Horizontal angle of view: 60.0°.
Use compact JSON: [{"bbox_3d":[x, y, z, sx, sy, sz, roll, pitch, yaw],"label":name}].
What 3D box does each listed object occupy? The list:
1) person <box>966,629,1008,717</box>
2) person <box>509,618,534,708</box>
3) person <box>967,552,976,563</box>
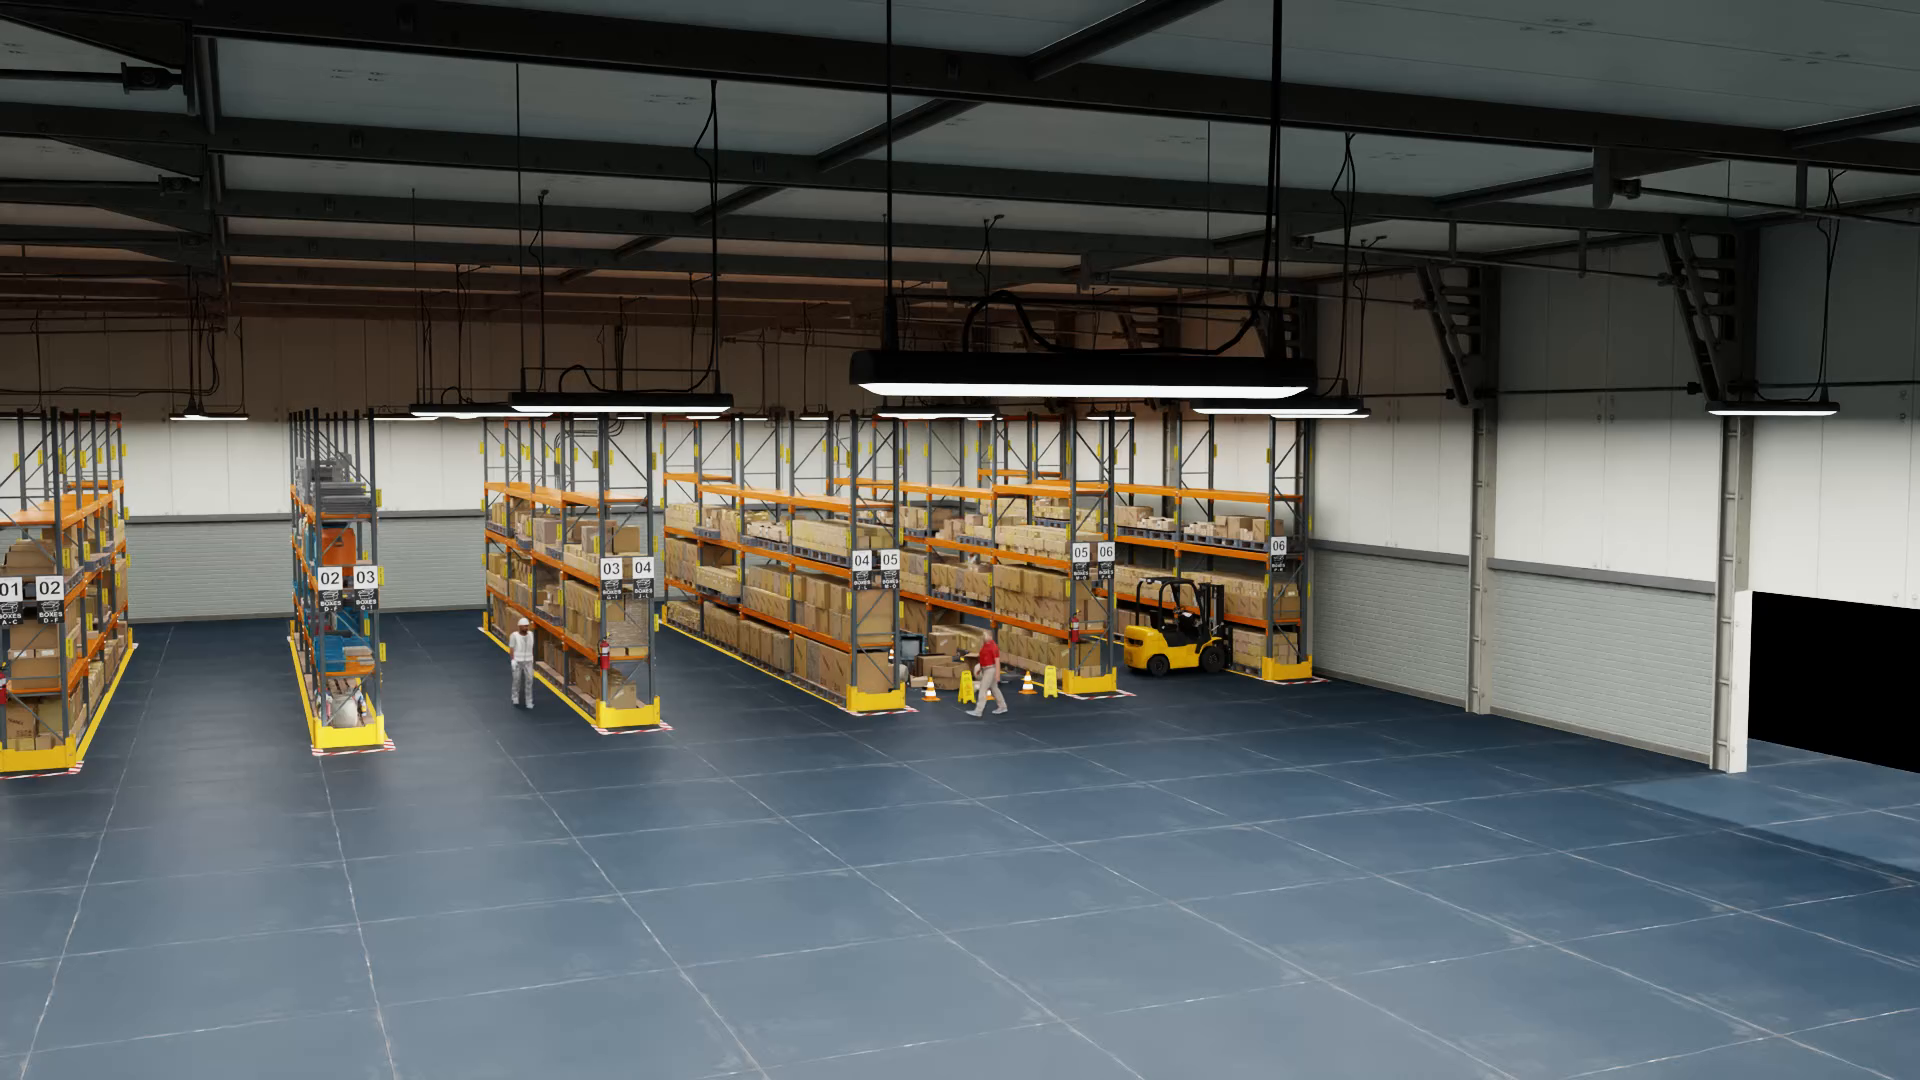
[{"bbox_3d":[0.516,2.591,32.576,0.900,1.694,0.550,-1,4,-12],"label":"person"},{"bbox_3d":[-8.855,2.481,33.676,0.577,1.806,0.675,-3,5,-34],"label":"person"},{"bbox_3d":[0.463,1.115,53.120,0.784,1.774,0.536,-1,4,-20],"label":"person"}]
